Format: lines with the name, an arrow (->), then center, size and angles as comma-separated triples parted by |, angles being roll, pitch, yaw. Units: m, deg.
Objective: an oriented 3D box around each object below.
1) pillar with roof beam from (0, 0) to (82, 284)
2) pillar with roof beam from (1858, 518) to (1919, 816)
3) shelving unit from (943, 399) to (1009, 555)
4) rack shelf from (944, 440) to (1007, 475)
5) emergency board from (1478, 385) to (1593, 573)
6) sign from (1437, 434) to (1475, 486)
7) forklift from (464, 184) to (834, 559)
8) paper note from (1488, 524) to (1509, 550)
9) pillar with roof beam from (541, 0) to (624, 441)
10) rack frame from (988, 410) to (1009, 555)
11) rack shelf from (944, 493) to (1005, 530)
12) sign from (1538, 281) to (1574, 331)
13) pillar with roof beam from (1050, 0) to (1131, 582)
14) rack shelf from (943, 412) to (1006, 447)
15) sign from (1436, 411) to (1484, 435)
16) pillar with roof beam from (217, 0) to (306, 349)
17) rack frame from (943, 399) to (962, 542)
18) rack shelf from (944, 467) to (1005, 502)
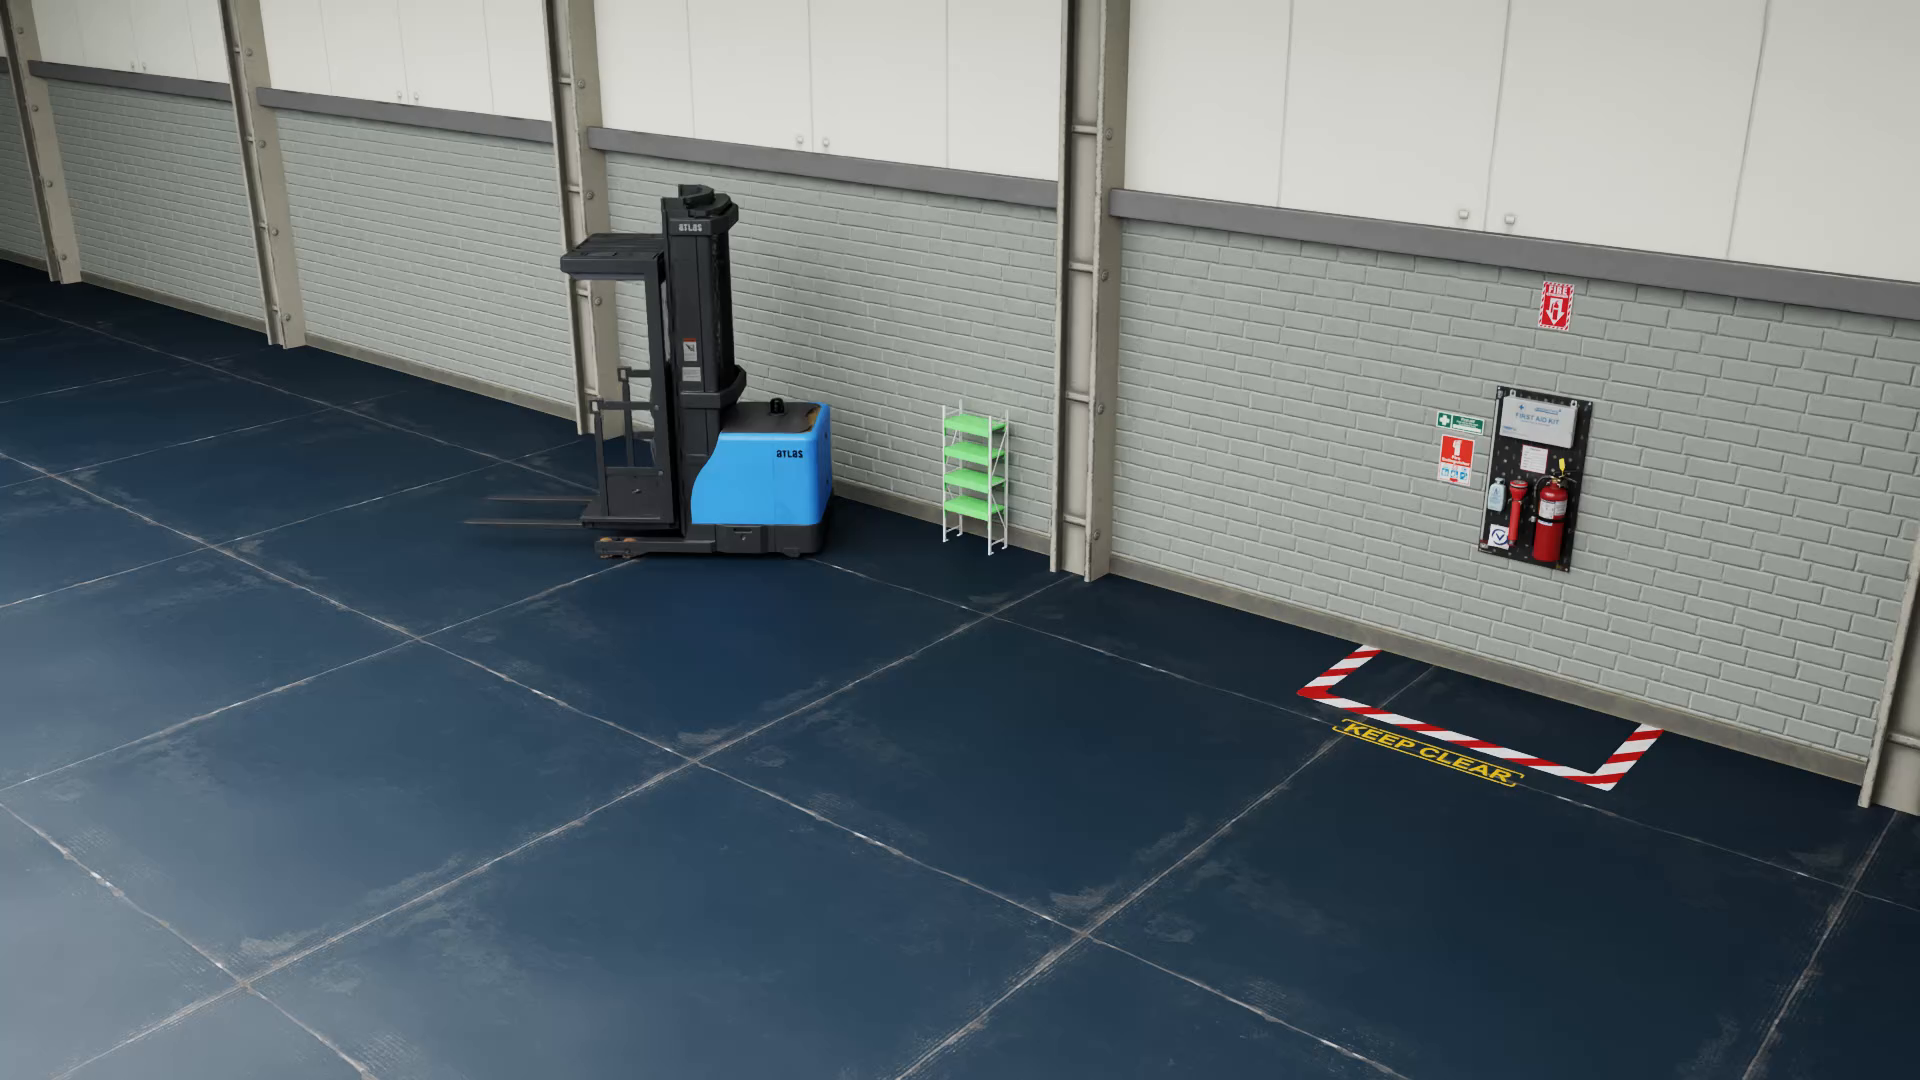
pillar with roof beam -> -15.690, -6.798, 19.442 | 0.400, 9.000, 9.100 | 16, 26, 36
pillar with roof beam -> 2.903, -1.444, 5.243 | 0.400, 9.000, 9.100 | 16, 26, 36
shelving unit -> 0.128, -0.524, 13.859 | 0.503, 1.200, 0.258 | 16, 26, 36
rack shelf -> 0.128, -0.689, 13.796 | 0.480, 0.148, 0.258 | 16, 26, 36
emergency board -> 3.735, -0.375, 10.912 | 0.643, 1.169, 0.194 | 16, 26, 36
sign -> 3.372, -0.544, 11.308 | 0.234, 0.329, 0.001 | 16, 26, 36
forklift -> -2.631, -1.404, 13.737 | 3.031, 2.935, 1.130 | 1, 21, 2
paper note -> 3.642, -0.021, 11.222 | 0.142, 0.148, 0.016 | 16, 26, 36
pillar with roof beam -> -6.393, -4.121, 12.343 | 0.400, 9.000, 9.100 | 16, 26, 36
rack frame -> 0.317, -0.470, 13.714 | 0.015, 1.200, 0.240 | 16, 26, 36
rack shelf -> 0.128, -0.240, 13.966 | 0.480, 0.148, 0.258 | 16, 26, 36
sign -> 3.792, -1.489, 10.580 | 0.199, 0.298, 0.001 | 16, 26, 36
pillar with roof beam -> -1.745, -2.782, 8.793 | 0.400, 9.000, 9.100 | 16, 26, 36
rack shelf -> 0.128, -0.914, 13.712 | 0.480, 0.148, 0.258 | 16, 26, 36
sign -> 3.370, -0.788, 11.205 | 0.331, 0.109, 0.001 | 16, 26, 36
pillar with roof beam -> -11.042, -5.460, 15.893 | 0.400, 9.000, 9.100 | 16, 26, 36
rack frame -> -0.061, -0.579, 14.003 | 0.015, 1.200, 0.240 | 16, 26, 36
rack shelf -> 0.128, -0.465, 13.881 | 0.480, 0.148, 0.258 | 16, 26, 36
